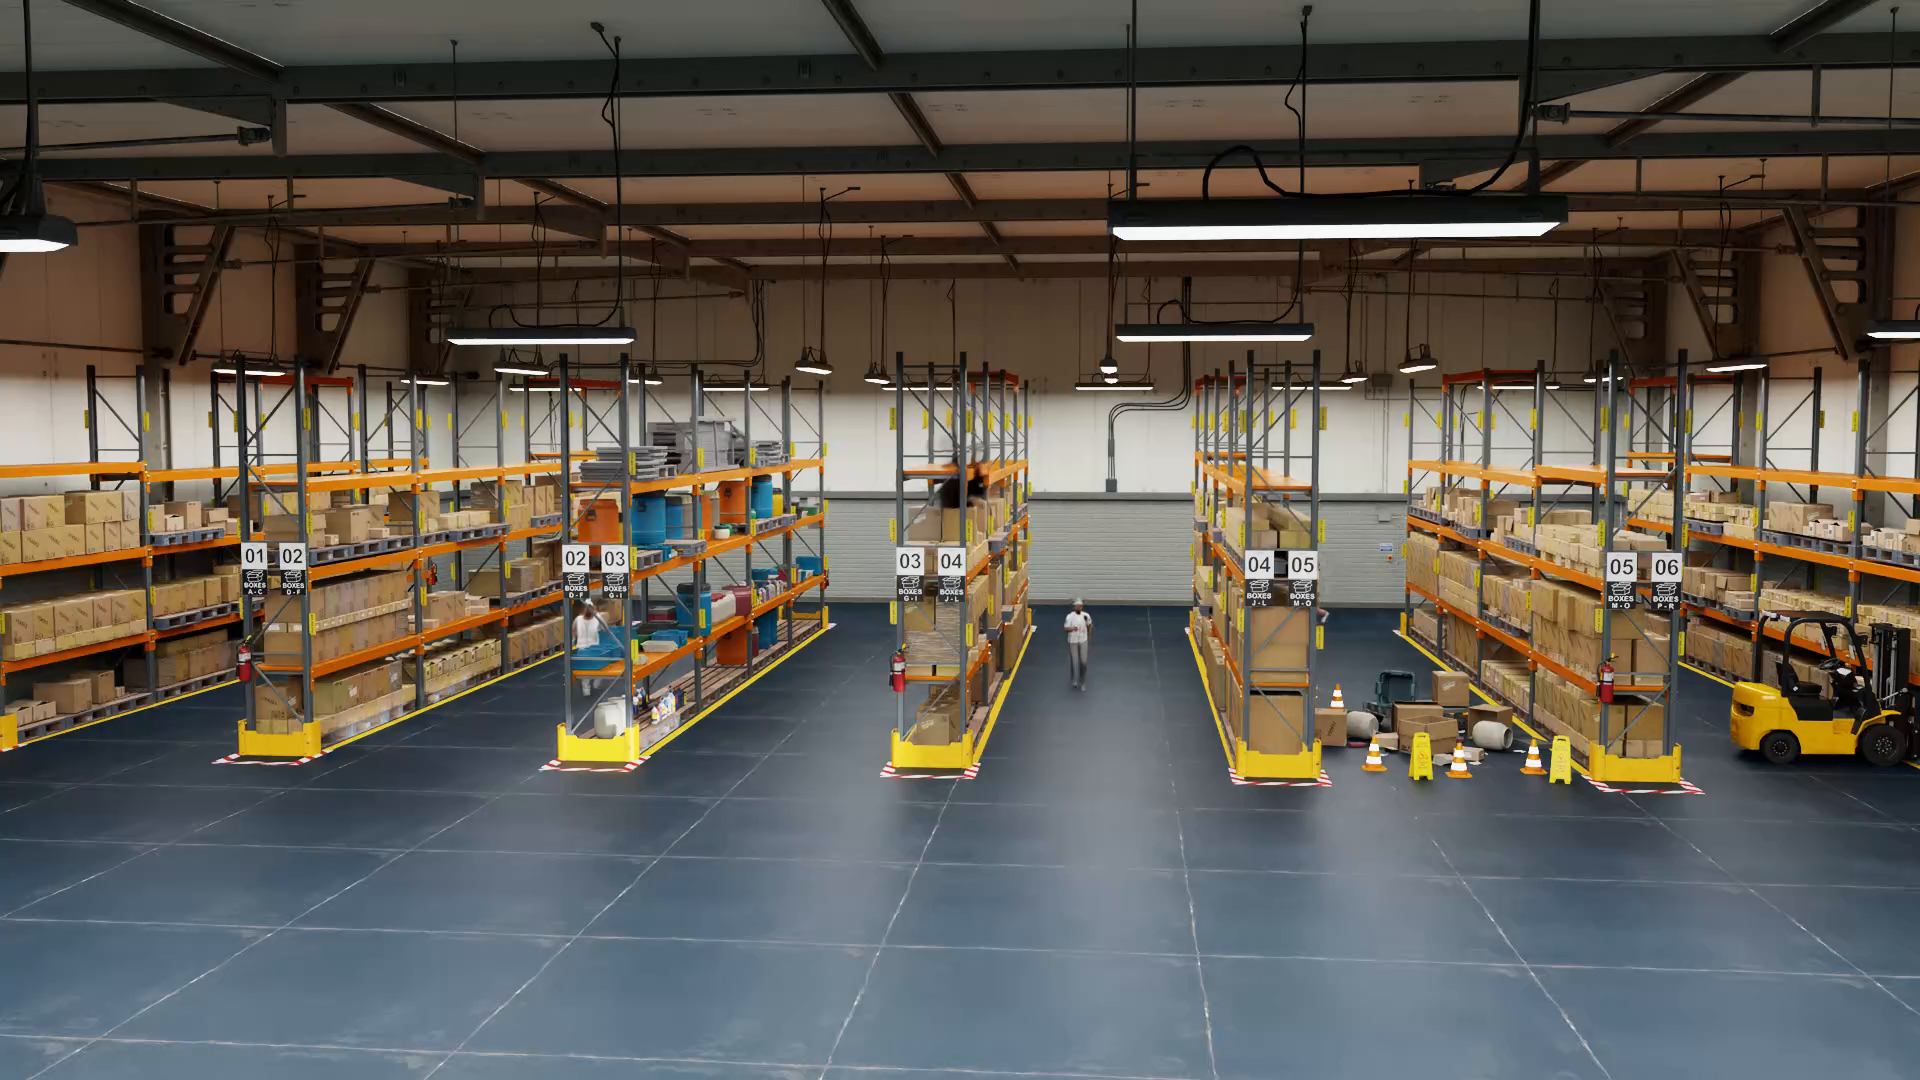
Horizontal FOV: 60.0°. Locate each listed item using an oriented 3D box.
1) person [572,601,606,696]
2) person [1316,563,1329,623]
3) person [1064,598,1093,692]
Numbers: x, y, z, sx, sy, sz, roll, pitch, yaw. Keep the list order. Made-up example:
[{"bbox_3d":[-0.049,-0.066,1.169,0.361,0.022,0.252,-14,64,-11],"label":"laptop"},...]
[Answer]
[{"bbox_3d":[-6.811,1.972,30.447,0.676,1.735,0.675,0,4,-6],"label":"person"},{"bbox_3d":[8.657,1.305,40.545,0.668,1.625,0.618,1,4,7],"label":"person"},{"bbox_3d":[-6.012,0.981,15.542,16.968,5.894,31.560,0,4,0],"label":"person"}]
